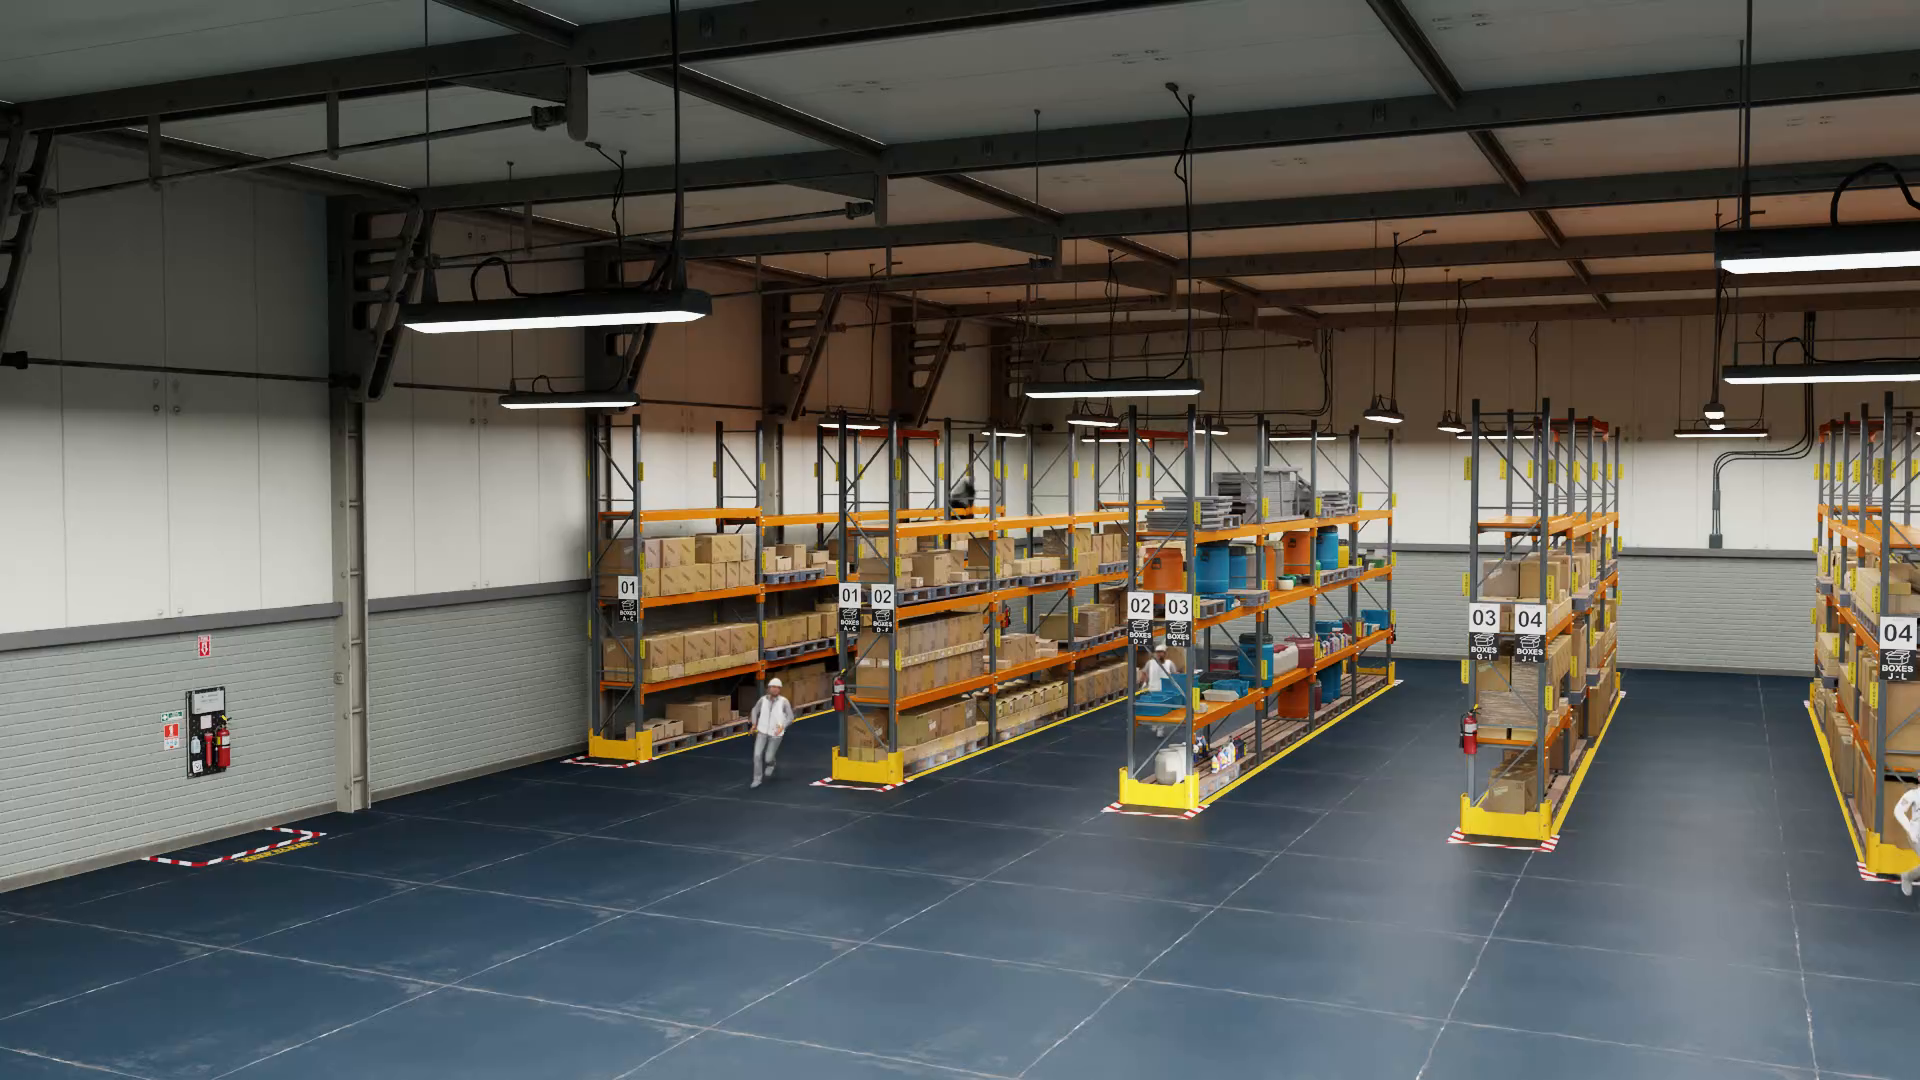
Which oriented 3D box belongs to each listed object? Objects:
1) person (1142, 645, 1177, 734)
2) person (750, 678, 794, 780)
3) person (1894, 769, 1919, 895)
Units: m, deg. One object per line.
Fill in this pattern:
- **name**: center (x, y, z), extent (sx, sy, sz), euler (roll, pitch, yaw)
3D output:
- **person**: center (3.737, 2.817, 31.187), extent (0.677, 1.681, 0.571), euler (0, 2, 10)
- **person**: center (-3.010, 3.021, 26.581), extent (0.700, 1.641, 0.609), euler (0, 2, 8)
- **person**: center (11.003, 3.395, 19.029), extent (0.608, 1.676, 0.788), euler (0, 2, -8)
